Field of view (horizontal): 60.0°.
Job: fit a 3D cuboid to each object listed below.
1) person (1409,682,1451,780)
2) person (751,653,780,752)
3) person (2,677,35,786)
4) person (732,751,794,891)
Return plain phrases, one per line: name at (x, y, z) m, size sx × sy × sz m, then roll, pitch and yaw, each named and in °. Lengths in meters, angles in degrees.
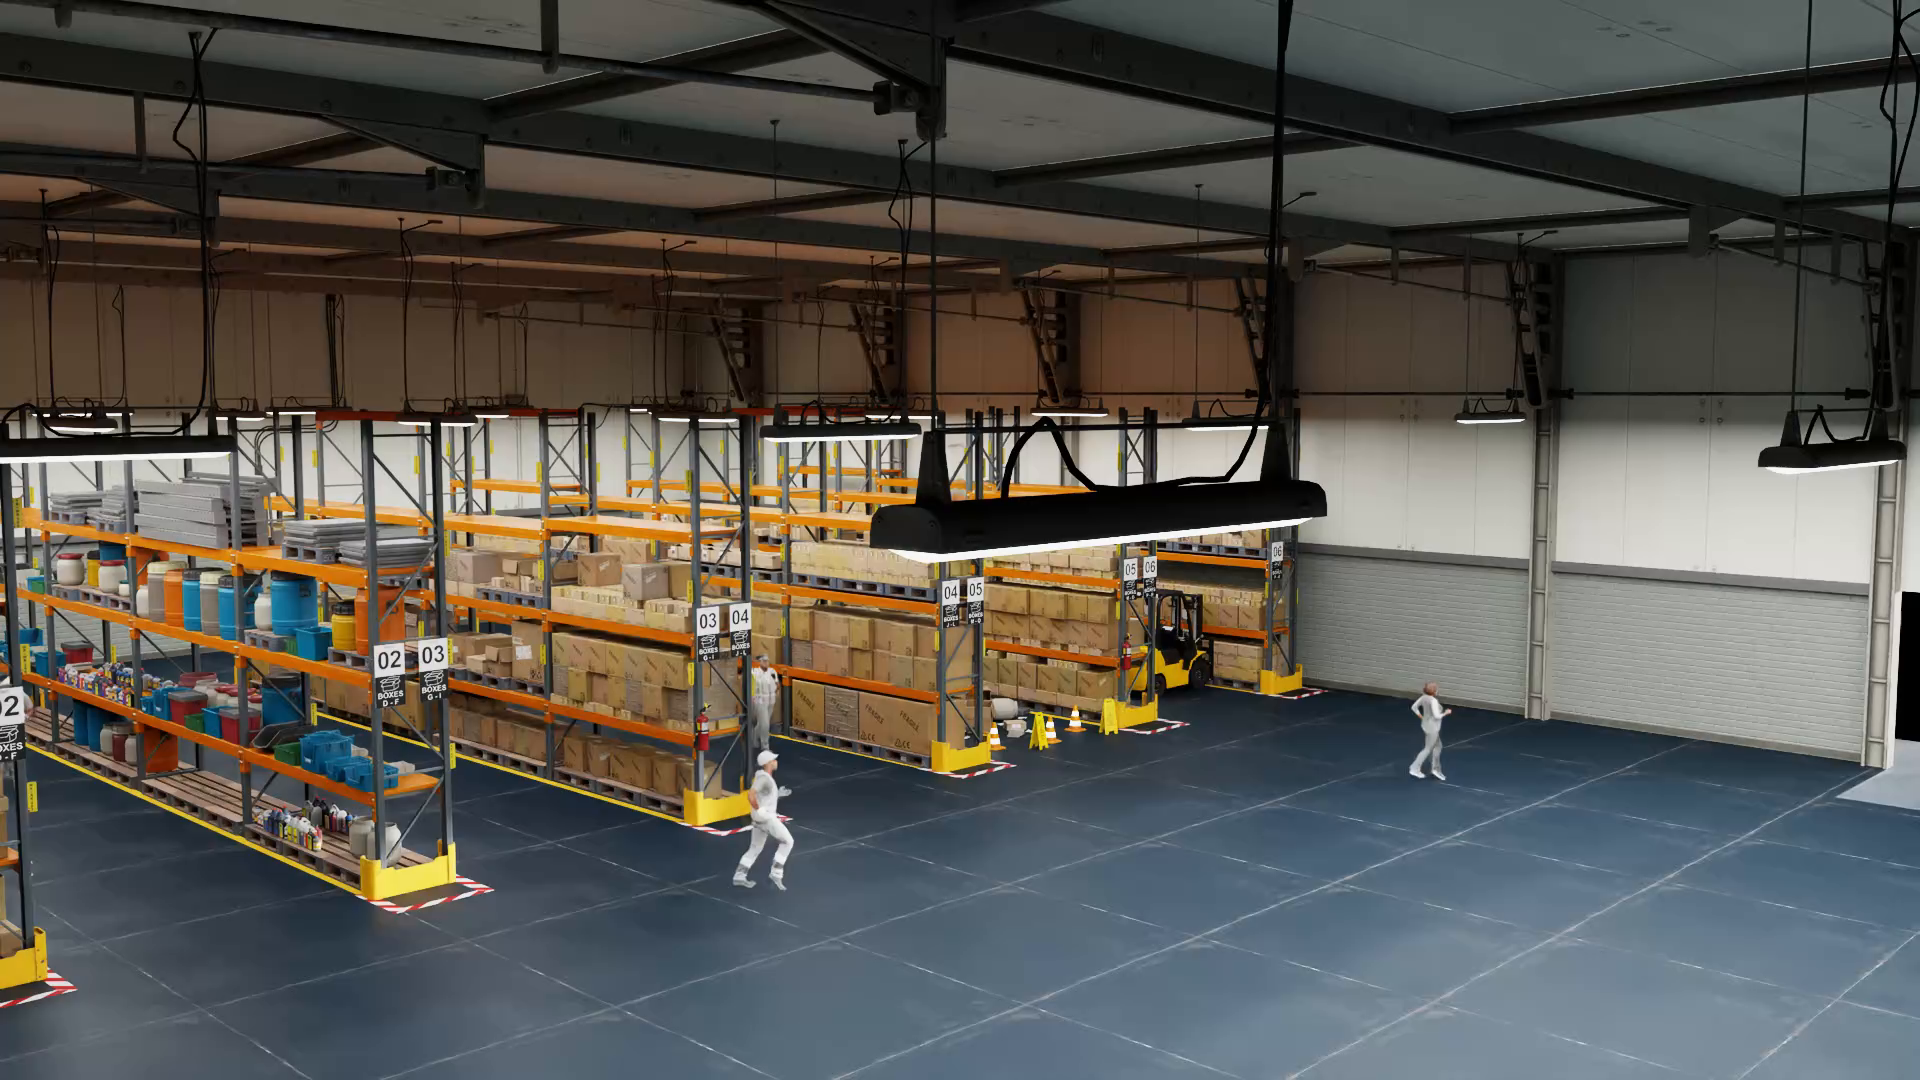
person at (7.662, 3.136, 27.115) m, size 0.690 × 1.615 × 0.518 m, roll 0°, pitch 5°, yaw -5°
person at (-3.465, 2.870, 29.155) m, size 0.635 × 1.837 × 0.810 m, roll -5°, pitch 7°, yaw -44°
person at (-15.241, 3.078, 26.693) m, size 0.711 × 1.795 × 1.037 m, roll -5°, pitch 7°, yaw -42°
person at (-2.516, 3.579, 21.161) m, size 0.802 × 1.811 × 0.634 m, roll -2°, pitch 5°, yaw -20°
